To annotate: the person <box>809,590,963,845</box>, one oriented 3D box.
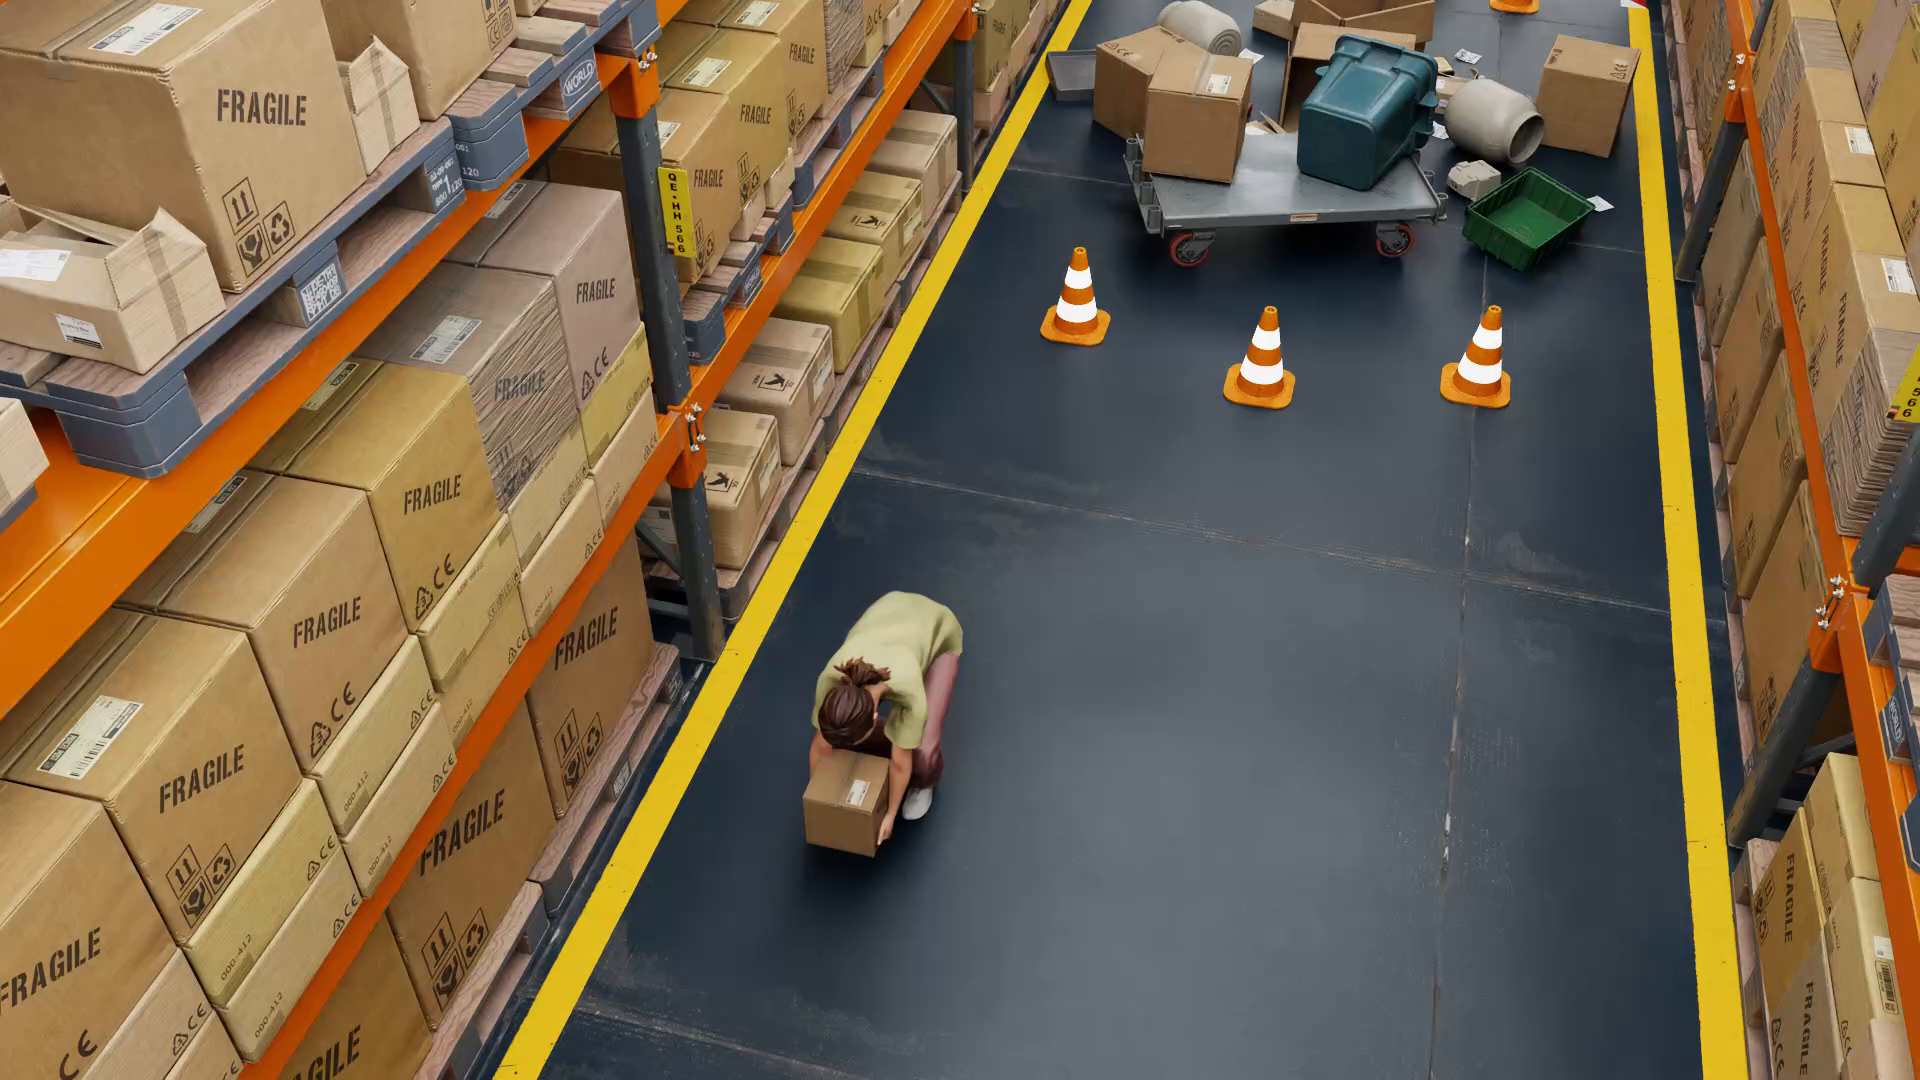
[{"bbox_3d":[-0.275,0.646,5.985,0.462,0.934,0.854,15,43,17],"label":"person"}]
